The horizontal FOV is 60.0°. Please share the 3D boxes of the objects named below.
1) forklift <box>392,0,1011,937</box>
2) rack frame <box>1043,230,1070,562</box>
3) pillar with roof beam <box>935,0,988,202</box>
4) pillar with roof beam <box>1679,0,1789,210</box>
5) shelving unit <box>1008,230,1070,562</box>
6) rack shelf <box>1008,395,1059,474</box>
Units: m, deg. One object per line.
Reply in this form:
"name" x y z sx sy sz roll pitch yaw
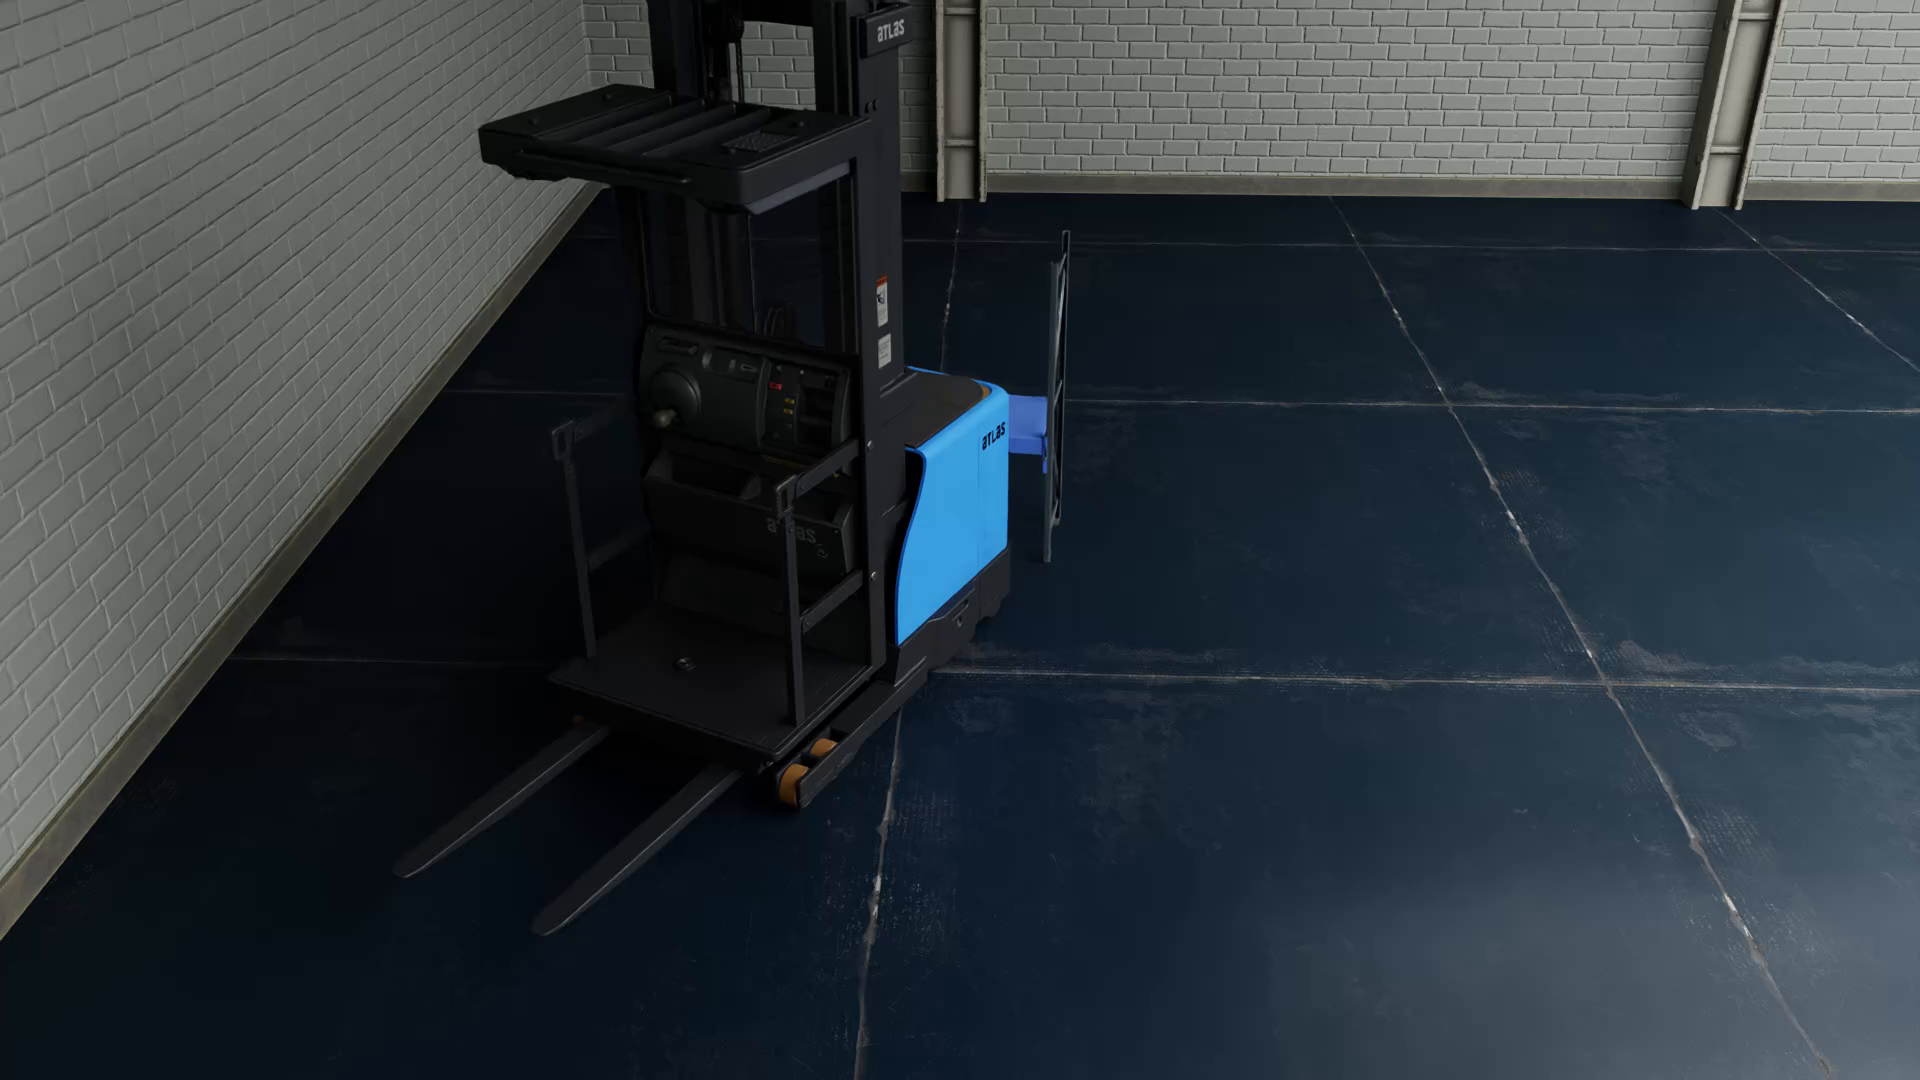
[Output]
"forklift" -0.917 -0.517 6.096 1.130 2.935 3.031 14 31 25
"rack frame" 0.458 -0.670 7.913 0.032 1.500 0.500 4 28 8
"pillar with roof beam" -0.137 -4.757 7.616 0.400 9.000 9.100 1 28 2
"pillar with roof beam" 5.859 -4.658 7.429 0.400 9.000 9.100 1 28 2
"shelving unit" -0.044 -0.710 7.987 1.048 1.500 0.538 4 28 8
"rack shelf" -0.044 -0.551 8.071 1.000 0.185 0.538 4 28 8
